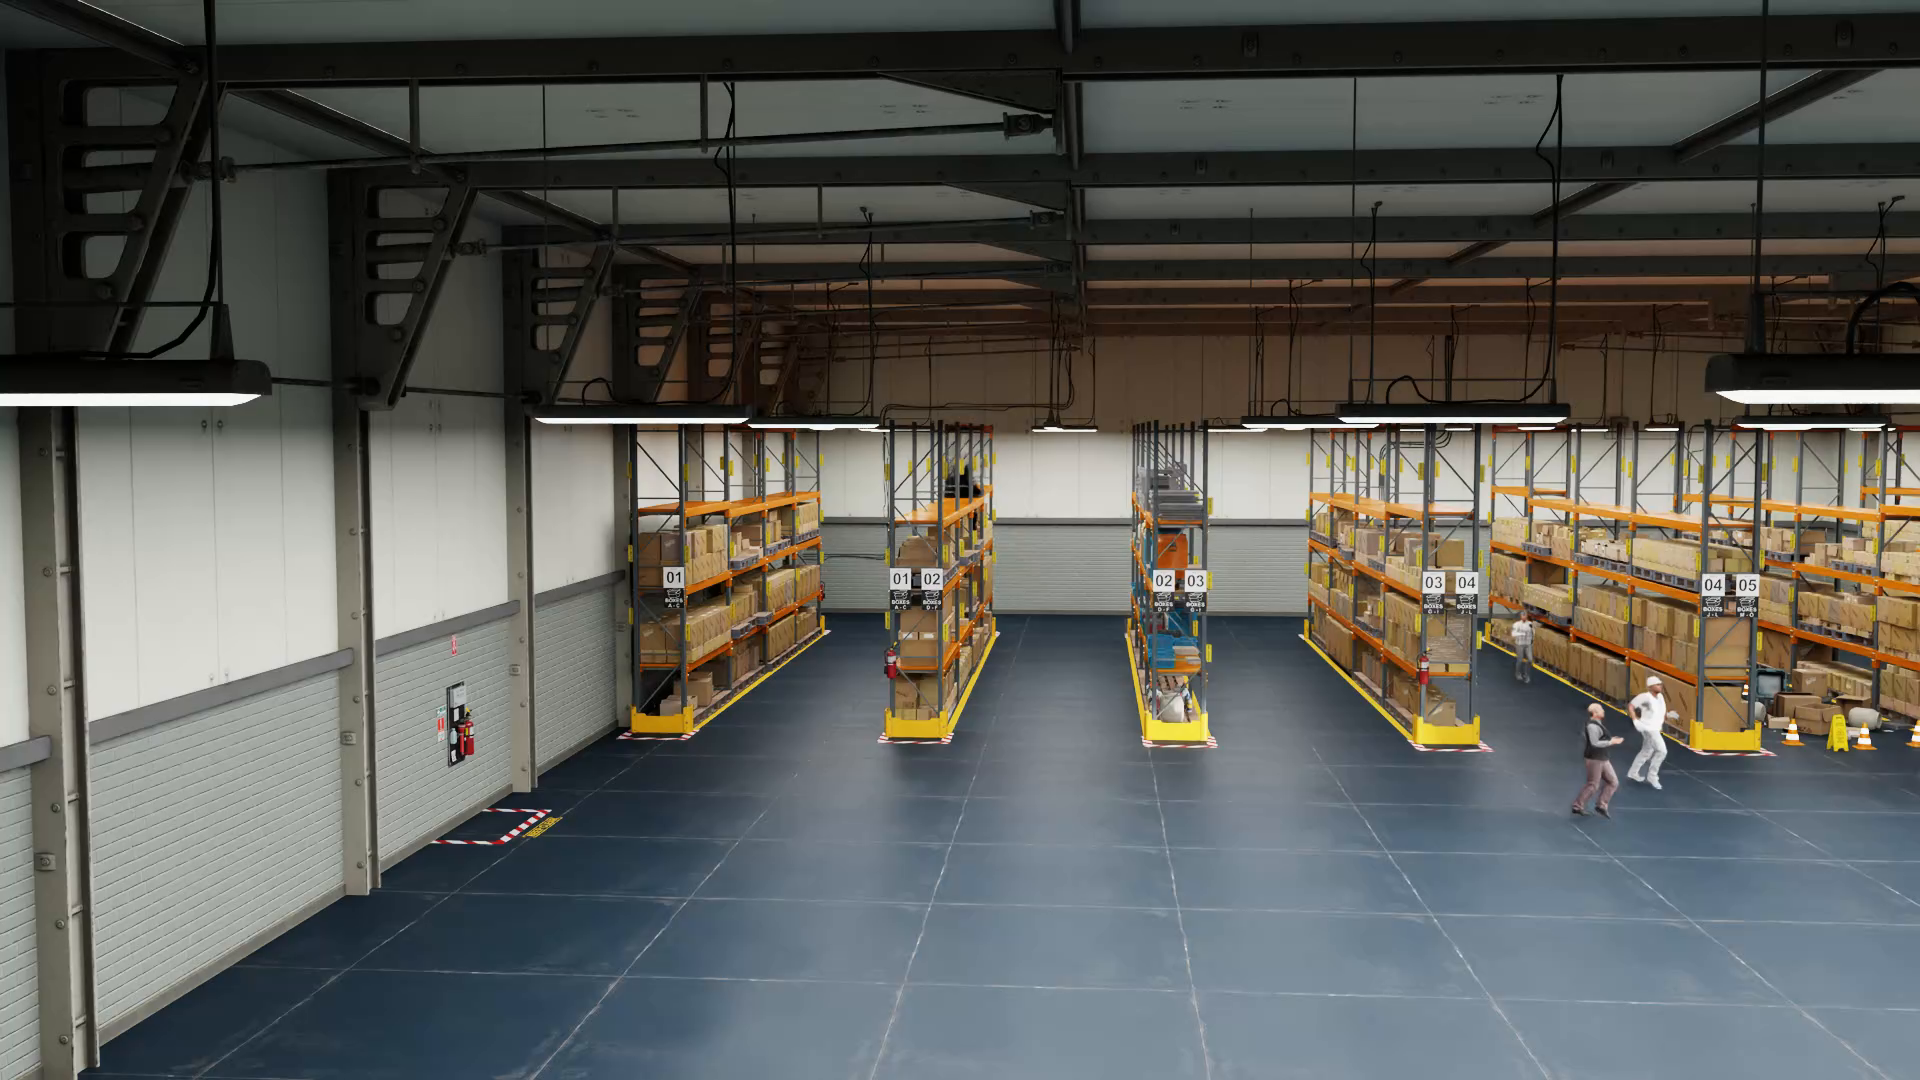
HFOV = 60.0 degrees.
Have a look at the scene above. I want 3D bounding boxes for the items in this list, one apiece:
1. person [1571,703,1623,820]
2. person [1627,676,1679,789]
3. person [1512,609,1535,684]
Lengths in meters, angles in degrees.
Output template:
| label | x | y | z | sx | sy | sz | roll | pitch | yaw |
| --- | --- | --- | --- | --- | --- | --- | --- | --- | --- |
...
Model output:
| label | x | y | z | sx | sy | sz | roll | pitch | yaw |
| --- | --- | --- | --- | --- | --- | --- | --- | --- | --- |
| person | 9.476 | 3.304 | 24.695 | 0.711 | 1.763 | 0.637 | 2 | 4 | 30 |
| person | 11.277 | 3.124 | 27.094 | 0.777 | 1.823 | 0.663 | 3 | 5 | 41 |
| person | 13.013 | 2.454 | 38.350 | 0.592 | 1.734 | 0.684 | 0 | 4 | 3 |
